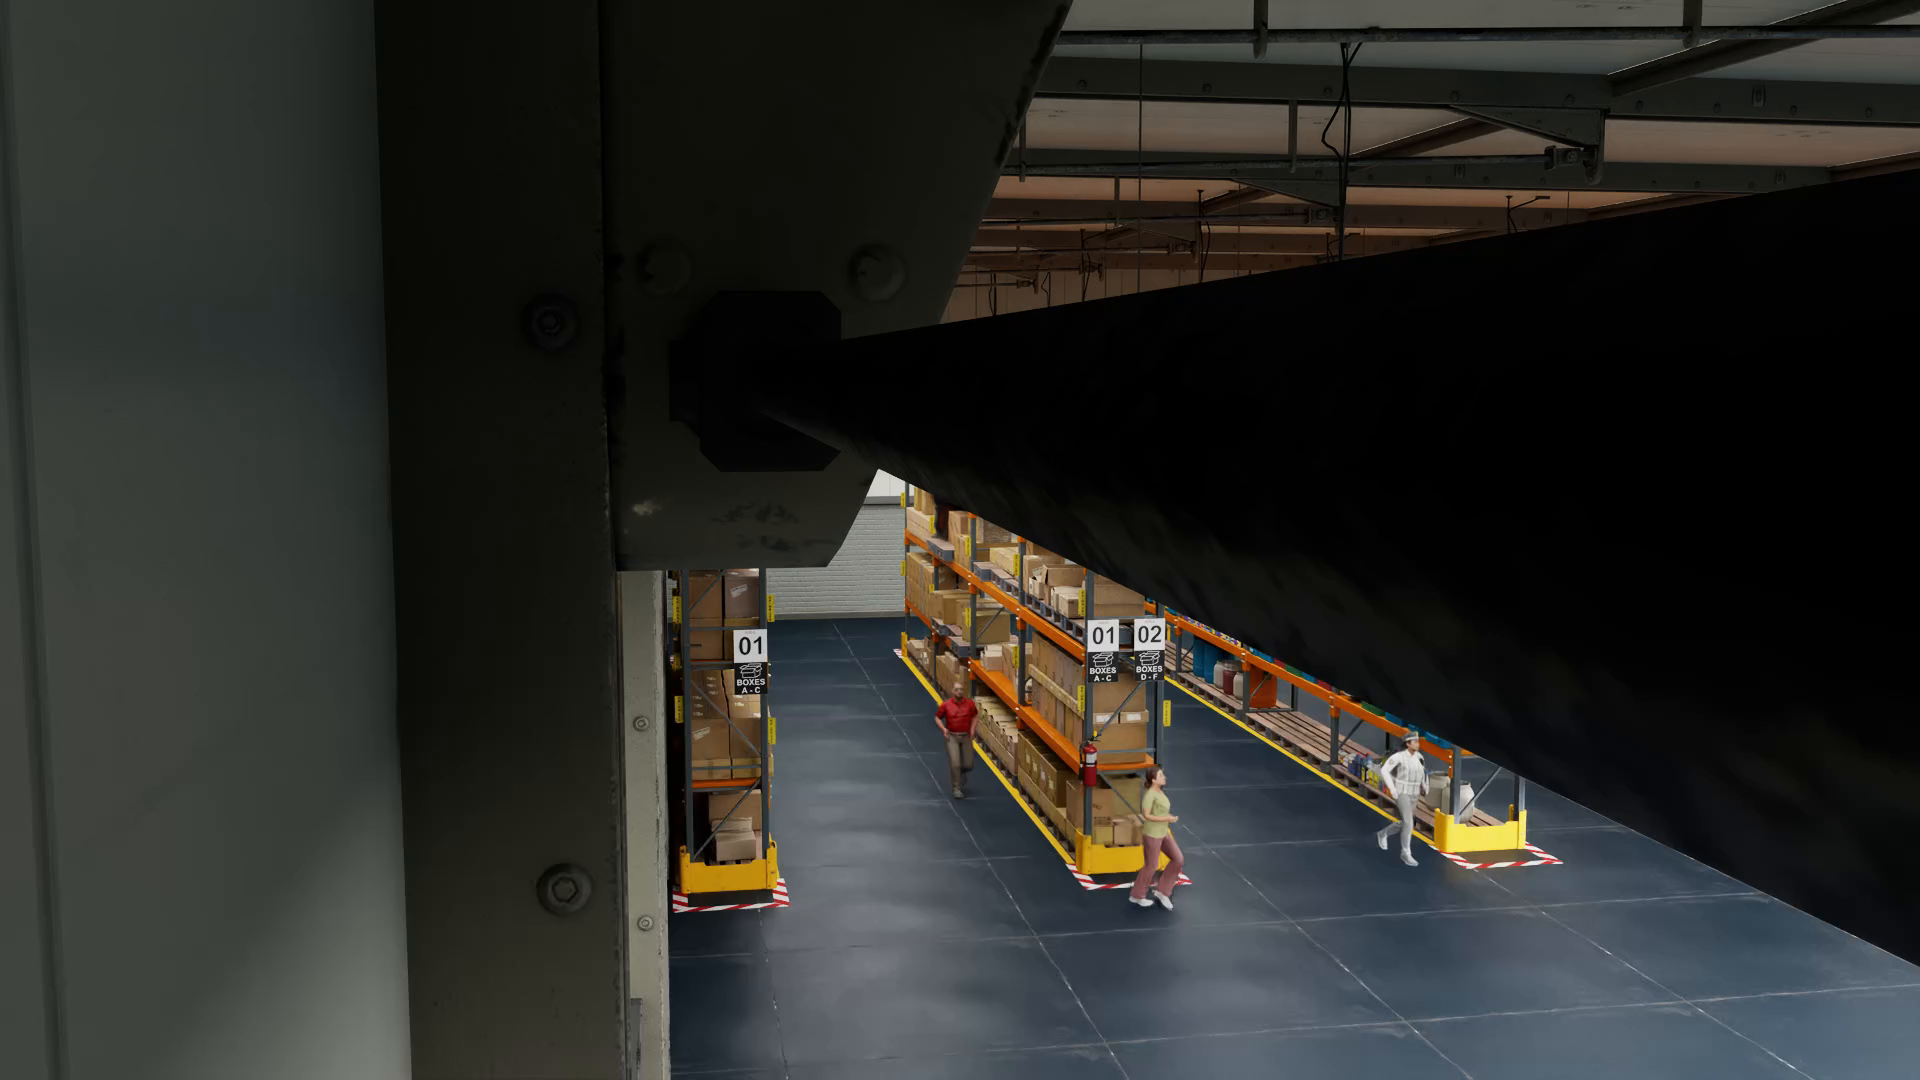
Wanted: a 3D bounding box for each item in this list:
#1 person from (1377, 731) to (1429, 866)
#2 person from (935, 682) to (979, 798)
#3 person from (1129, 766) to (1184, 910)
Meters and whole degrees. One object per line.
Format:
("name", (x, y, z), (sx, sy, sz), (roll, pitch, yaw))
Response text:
("person", (5.750, 3.291, 21.480), (0.647, 1.684, 0.748), (-3, 7, -30))
("person", (-0.037, 2.939, 24.666), (0.664, 1.675, 0.645), (-1, 6, -11))
("person", (2.300, 3.485, 19.479), (0.599, 1.691, 0.585), (3, 7, 27))
